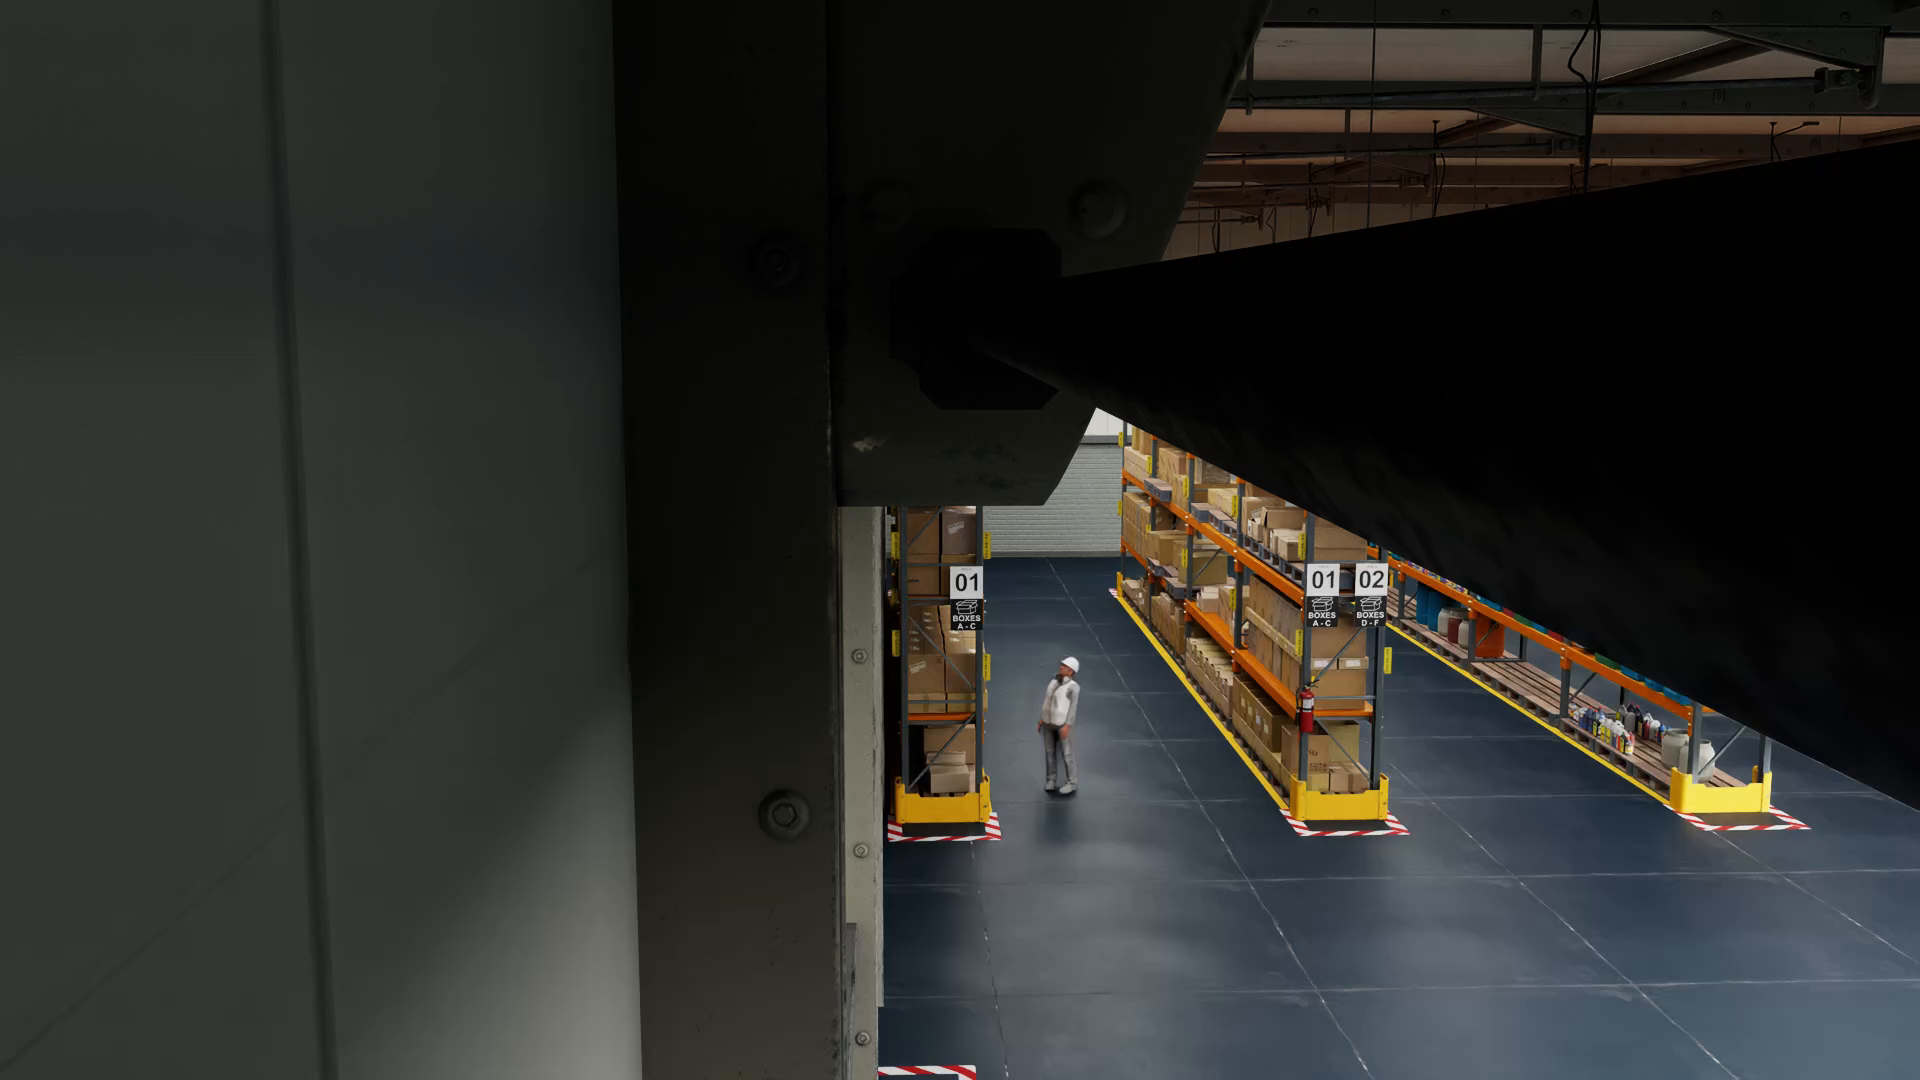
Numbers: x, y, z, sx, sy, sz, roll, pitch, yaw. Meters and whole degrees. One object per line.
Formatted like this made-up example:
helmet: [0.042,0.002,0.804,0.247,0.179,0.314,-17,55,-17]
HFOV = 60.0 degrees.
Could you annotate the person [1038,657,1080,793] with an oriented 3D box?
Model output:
person: [1.299,2.412,21.829,0.570,1.743,0.525,6,10,35]
